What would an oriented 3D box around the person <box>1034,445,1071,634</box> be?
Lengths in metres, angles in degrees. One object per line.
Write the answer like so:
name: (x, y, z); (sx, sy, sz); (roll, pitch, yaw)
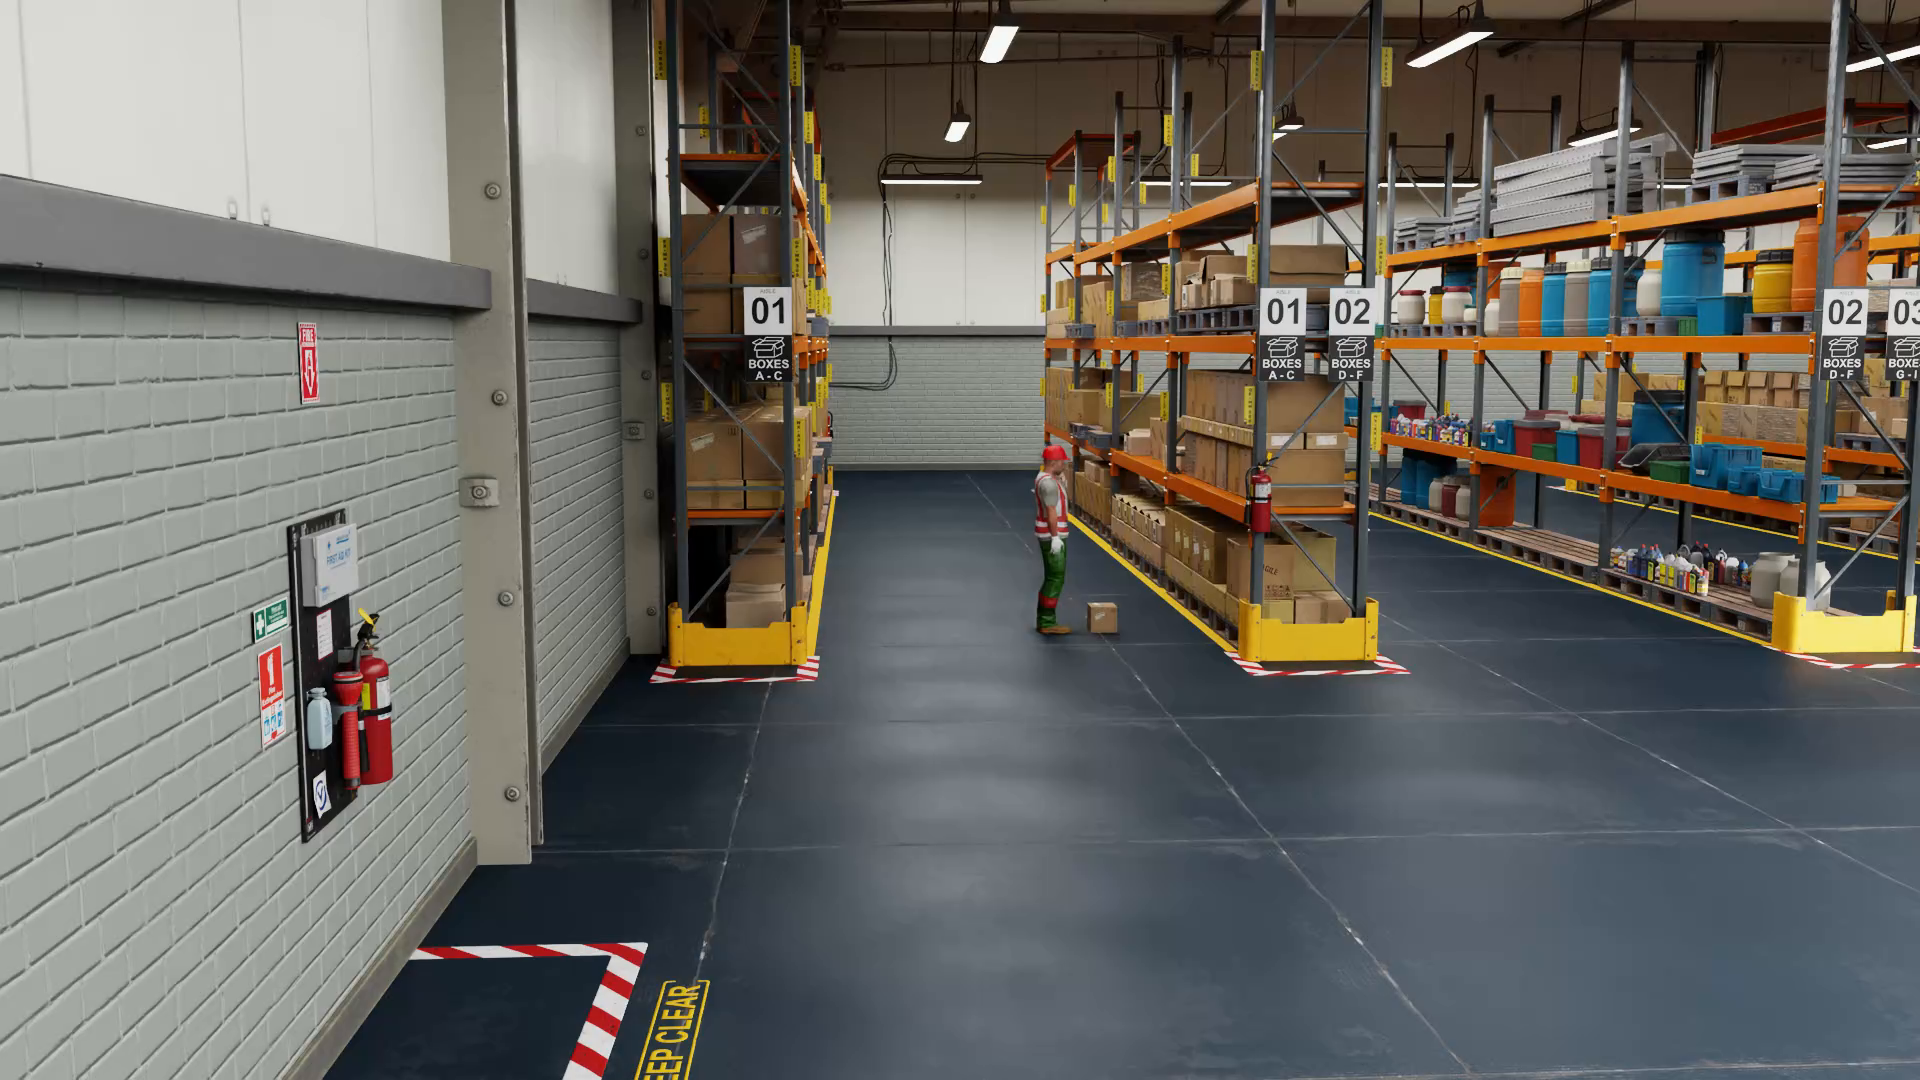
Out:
person: (0.877, -0.010, 15.783); (0.351, 1.782, 0.528); (0, 7, -3)
